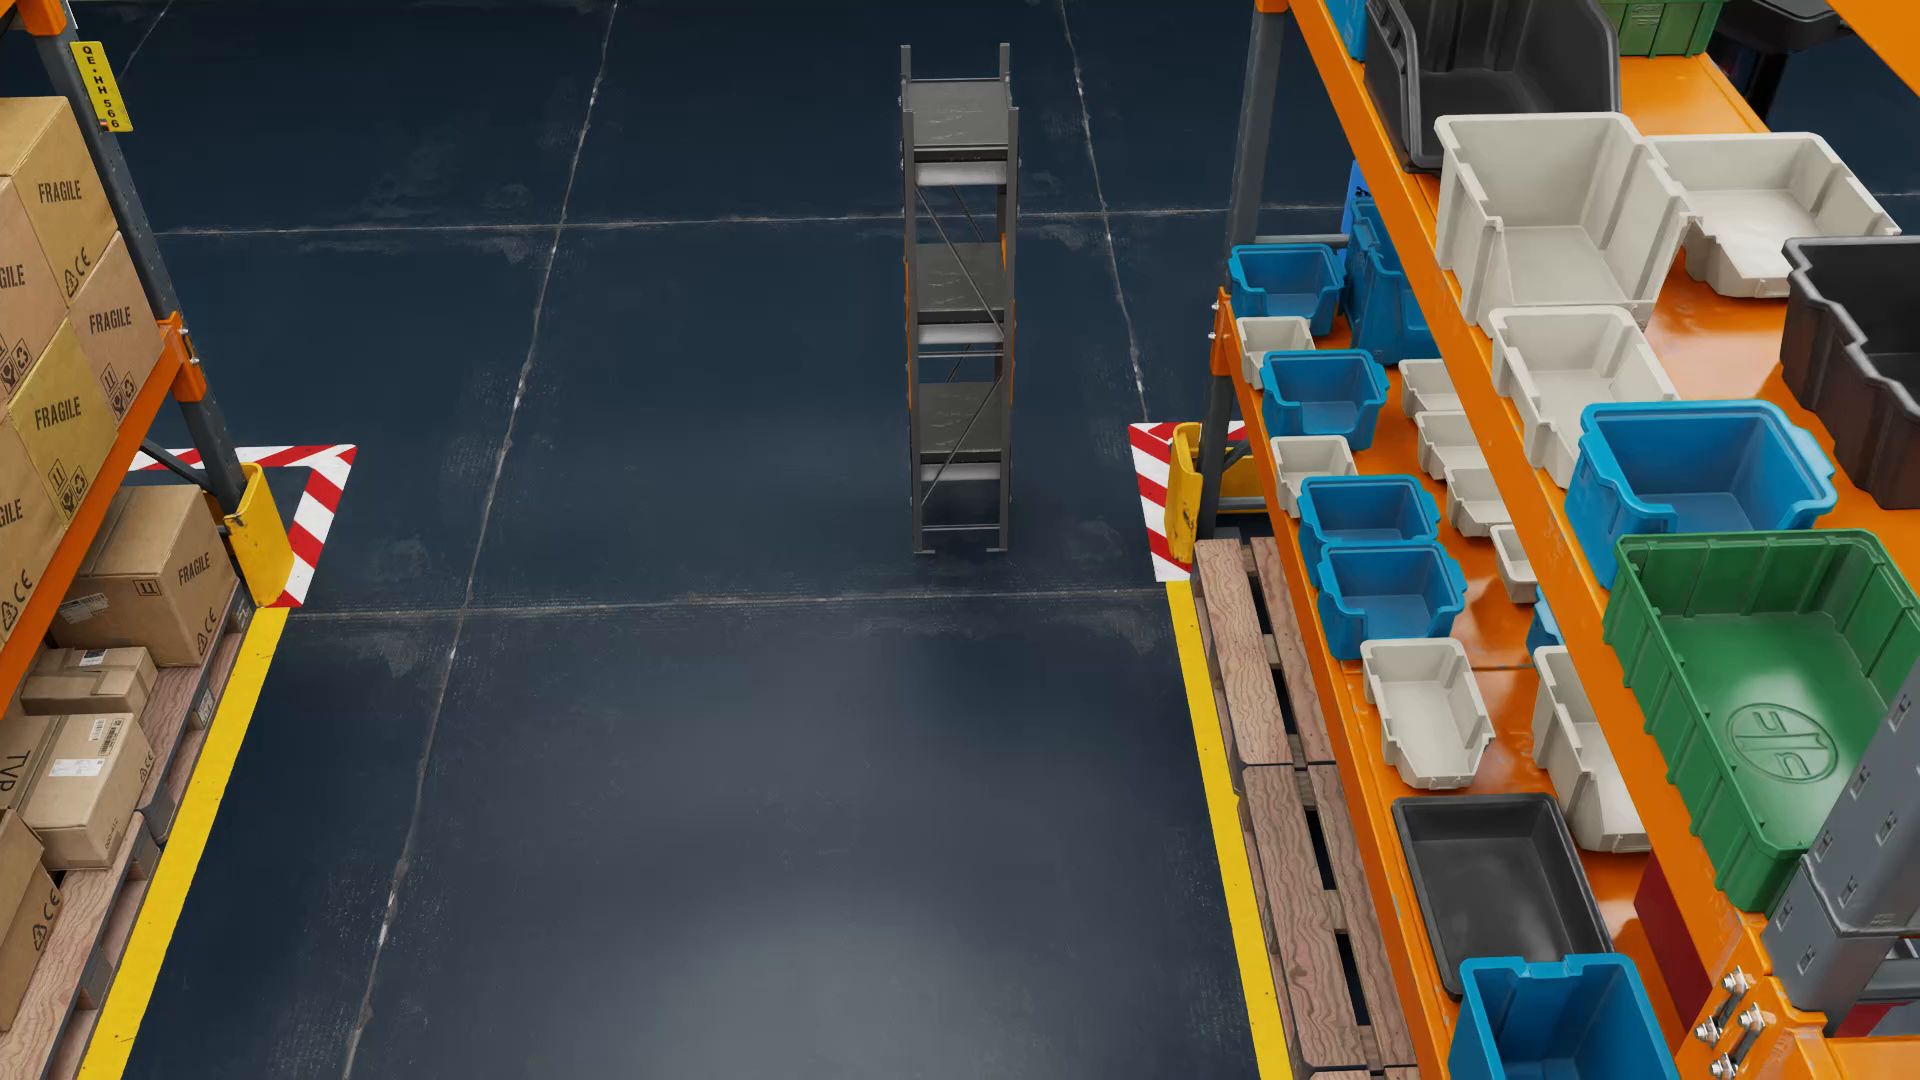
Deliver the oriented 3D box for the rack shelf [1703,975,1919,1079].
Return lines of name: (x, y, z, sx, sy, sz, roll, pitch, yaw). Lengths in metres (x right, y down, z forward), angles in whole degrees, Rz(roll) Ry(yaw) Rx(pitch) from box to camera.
rack shelf: (1.758, 2.092, 1.060, 1.077, 0.370, 4.000, -2, 43, -2)

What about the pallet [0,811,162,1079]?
pallet: (-3.359, 1.461, 5.500, 1.003, 0.211, 1.213, -2, 43, -2)

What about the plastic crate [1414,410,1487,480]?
plastic crate: (1.716, -0.302, 5.510, 0.396, 0.136, 0.243, -2, 43, -2)

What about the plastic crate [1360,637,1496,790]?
plastic crate: (1.298, 0.490, 4.646, 0.293, 0.136, 0.466, -2, 43, -2)

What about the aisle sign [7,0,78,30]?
aisle sign: (-3.143, -1.992, 5.279, 0.394, 0.787, 0.004, -2, 43, -2)

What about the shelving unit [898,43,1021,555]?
shelving unit: (-0.007, -0.886, 6.662, 0.431, 2.100, 0.503, -2, 43, -2)

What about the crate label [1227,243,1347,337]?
crate label: (1.184, -0.902, 6.094, 0.416, 0.233, 0.303, -2, 43, -2)

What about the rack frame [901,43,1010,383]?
rack frame: (-0.017, -1.050, 6.842, 0.400, 2.100, 0.015, -2, 43, -2)

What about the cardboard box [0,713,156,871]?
cardboard box: (-3.167, 0.875, 5.785, 0.500, 0.250, 0.500, -2, 43, -2)

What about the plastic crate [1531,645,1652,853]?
plastic crate: (1.792, 0.568, 4.454, 0.437, 0.282, 0.530, -2, 43, -2)

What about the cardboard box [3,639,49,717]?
cardboard box: (-3.685, 0.586, 6.100, 0.500, 0.250, 0.500, -2, 43, -2)

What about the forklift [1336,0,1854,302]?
forklift: (2.970, -1.375, 6.581, 1.130, 2.935, 3.031, -22, 47, -22)

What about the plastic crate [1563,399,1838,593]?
plastic crate: (1.315, -0.067, 3.007, 0.416, 0.233, 0.300, -2, 43, -2)

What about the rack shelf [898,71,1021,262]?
rack shelf: (-0.007, -1.392, 6.199, 0.431, 0.518, 0.480, -2, 43, -2)

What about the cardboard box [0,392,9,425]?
cardboard box: (-3.104, -0.400, 4.653, 0.500, 0.500, 0.500, -1, 43, -1)

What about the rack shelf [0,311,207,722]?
rack shelf: (-3.361, 0.637, 4.868, 1.077, 0.370, 4.000, -2, 43, -2)

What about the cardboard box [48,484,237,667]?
cardboard box: (-3.177, 0.141, 6.401, 0.500, 0.500, 0.500, -2, 43, -2)

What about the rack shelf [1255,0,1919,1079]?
rack shelf: (1.588, -0.609, 4.006, 1.077, 0.370, 4.000, -2, 43, -2)

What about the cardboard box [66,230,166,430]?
cardboard box: (-3.155, -0.721, 5.742, 0.500, 0.500, 0.500, 0, 43, 0)

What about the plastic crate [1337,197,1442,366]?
plastic crate: (1.704, -0.933, 5.977, 0.616, 0.435, 0.499, -2, 43, -2)

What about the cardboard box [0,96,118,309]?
cardboard box: (-3.153, -1.091, 5.407, 0.500, 0.500, 0.500, -2, 43, -2)

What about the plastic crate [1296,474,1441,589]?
plastic crate: (1.240, -0.014, 5.124, 0.416, 0.233, 0.300, -2, 43, -2)

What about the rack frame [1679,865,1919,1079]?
rack frame: (1.673, 1.582, 3.304, 1.000, 3.000, 0.127, -2, 43, -2)

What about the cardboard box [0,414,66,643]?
cardboard box: (-3.114, -0.034, 4.993, 0.500, 0.500, 0.500, -1, 43, -1)

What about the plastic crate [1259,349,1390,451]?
plastic crate: (1.212, -0.458, 5.609, 0.416, 0.233, 0.300, -2, 43, -2)

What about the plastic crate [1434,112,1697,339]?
plastic crate: (1.289, -0.675, 3.634, 0.437, 0.282, 0.530, -2, 43, -2)

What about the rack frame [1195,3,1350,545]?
rack frame: (1.503, -1.118, 6.250, 1.000, 3.000, 0.127, -2, 43, -2)

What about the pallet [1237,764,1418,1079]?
pallet: (1.548, 1.289, 5.687, 1.003, 0.211, 1.213, -2, 43, -2)

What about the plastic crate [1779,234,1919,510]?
plastic crate: (1.894, -0.322, 3.258, 0.497, 0.269, 0.590, -2, 43, -2)

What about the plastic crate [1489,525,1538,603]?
plastic crate: (1.784, 0.085, 5.088, 0.298, 0.136, 0.250, -2, 43, -2)

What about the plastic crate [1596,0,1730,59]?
plastic crate: (1.830, -1.488, 4.591, 0.450, 0.188, 0.336, -2, 43, -2)

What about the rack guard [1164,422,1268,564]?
rack guard: (1.489, -0.212, 7.112, 1.175, 0.500, 0.348, -2, 43, -2)

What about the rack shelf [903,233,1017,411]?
rack shelf: (-0.007, -0.876, 6.672, 0.431, 0.518, 0.480, -2, 43, -2)

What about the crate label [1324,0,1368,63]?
crate label: (1.219, -1.537, 4.597, 0.408, 0.251, 0.502, -2, 43, -2)
